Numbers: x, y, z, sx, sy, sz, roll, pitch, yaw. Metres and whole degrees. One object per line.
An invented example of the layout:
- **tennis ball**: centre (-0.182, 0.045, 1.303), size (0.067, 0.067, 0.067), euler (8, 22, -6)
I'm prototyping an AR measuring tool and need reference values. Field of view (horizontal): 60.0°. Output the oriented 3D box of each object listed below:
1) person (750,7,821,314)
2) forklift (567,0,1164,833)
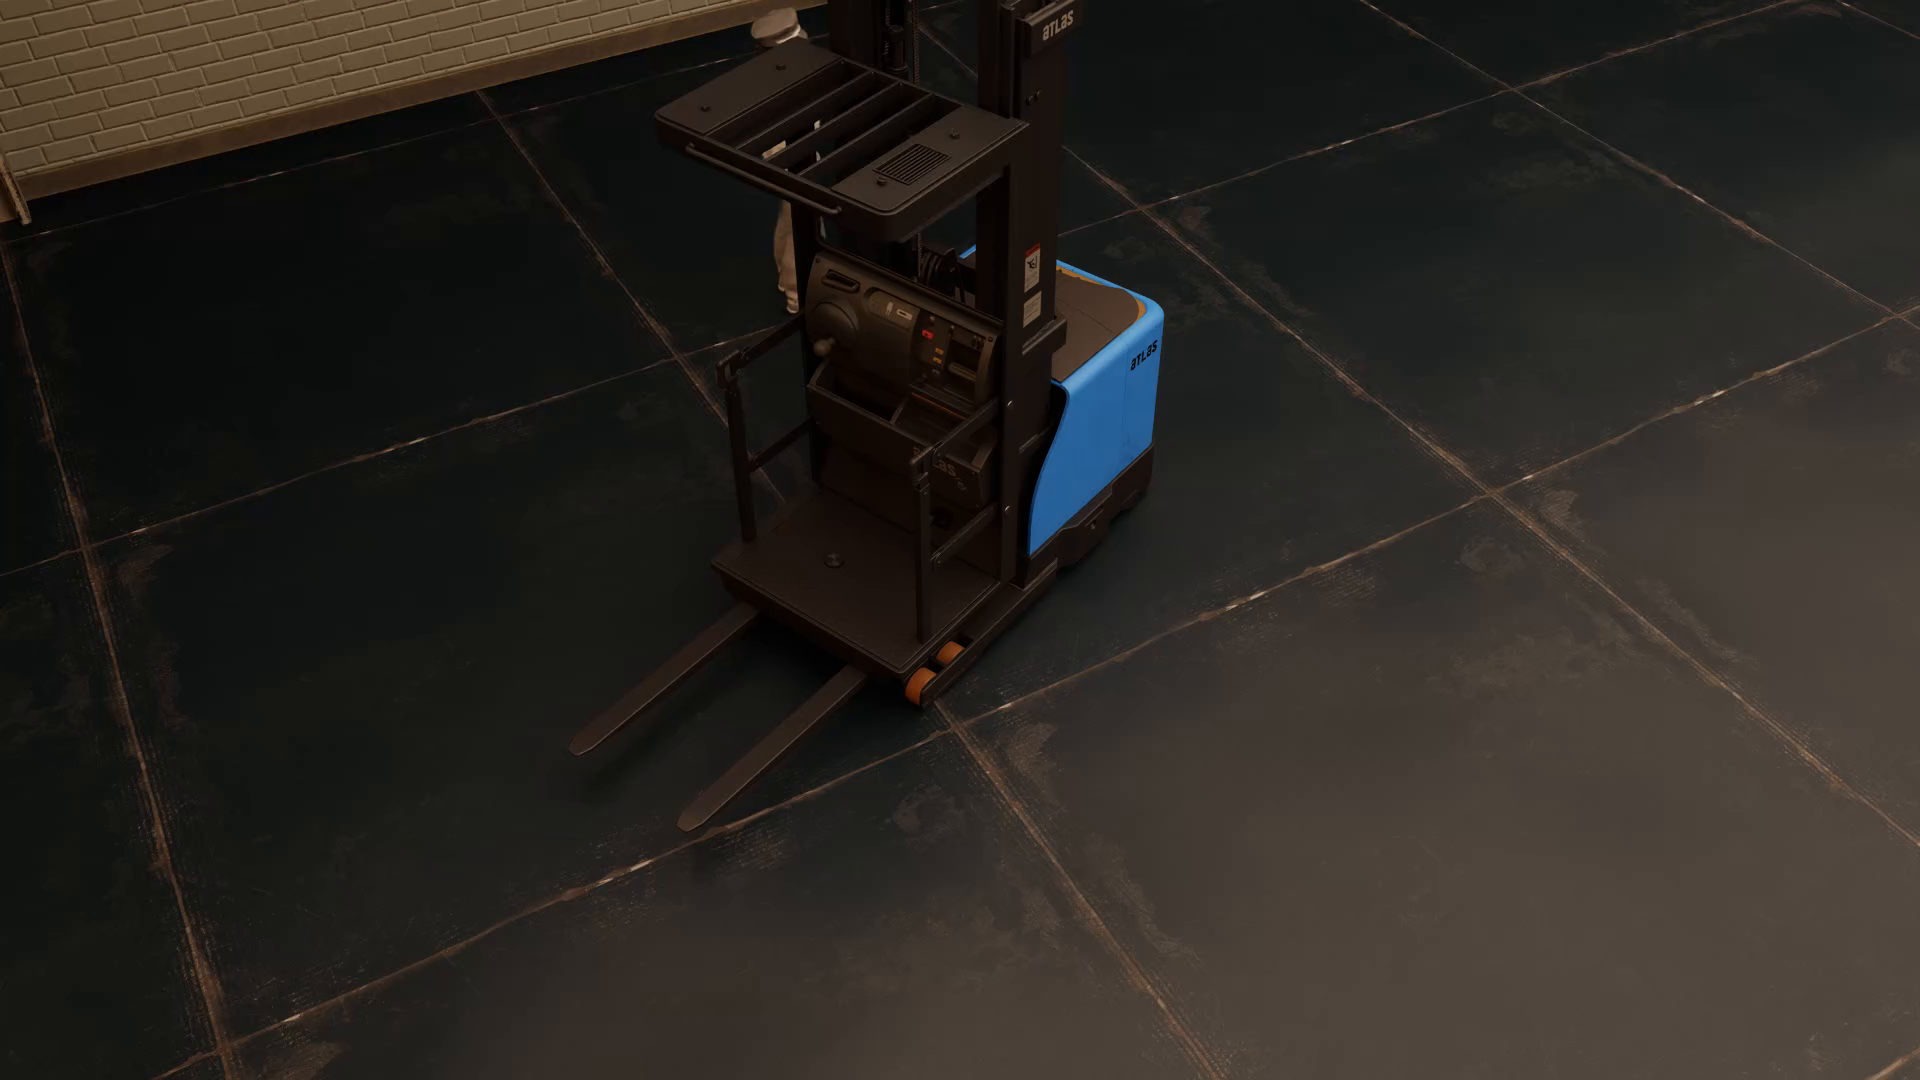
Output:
- **person**: centre (-0.868, -1.982, 8.750), size (0.337, 1.691, 0.464), euler (-11, 44, -11)
- **forklift**: centre (-0.375, -0.749, 6.505), size (1.130, 2.935, 3.031), euler (28, 50, 27)
